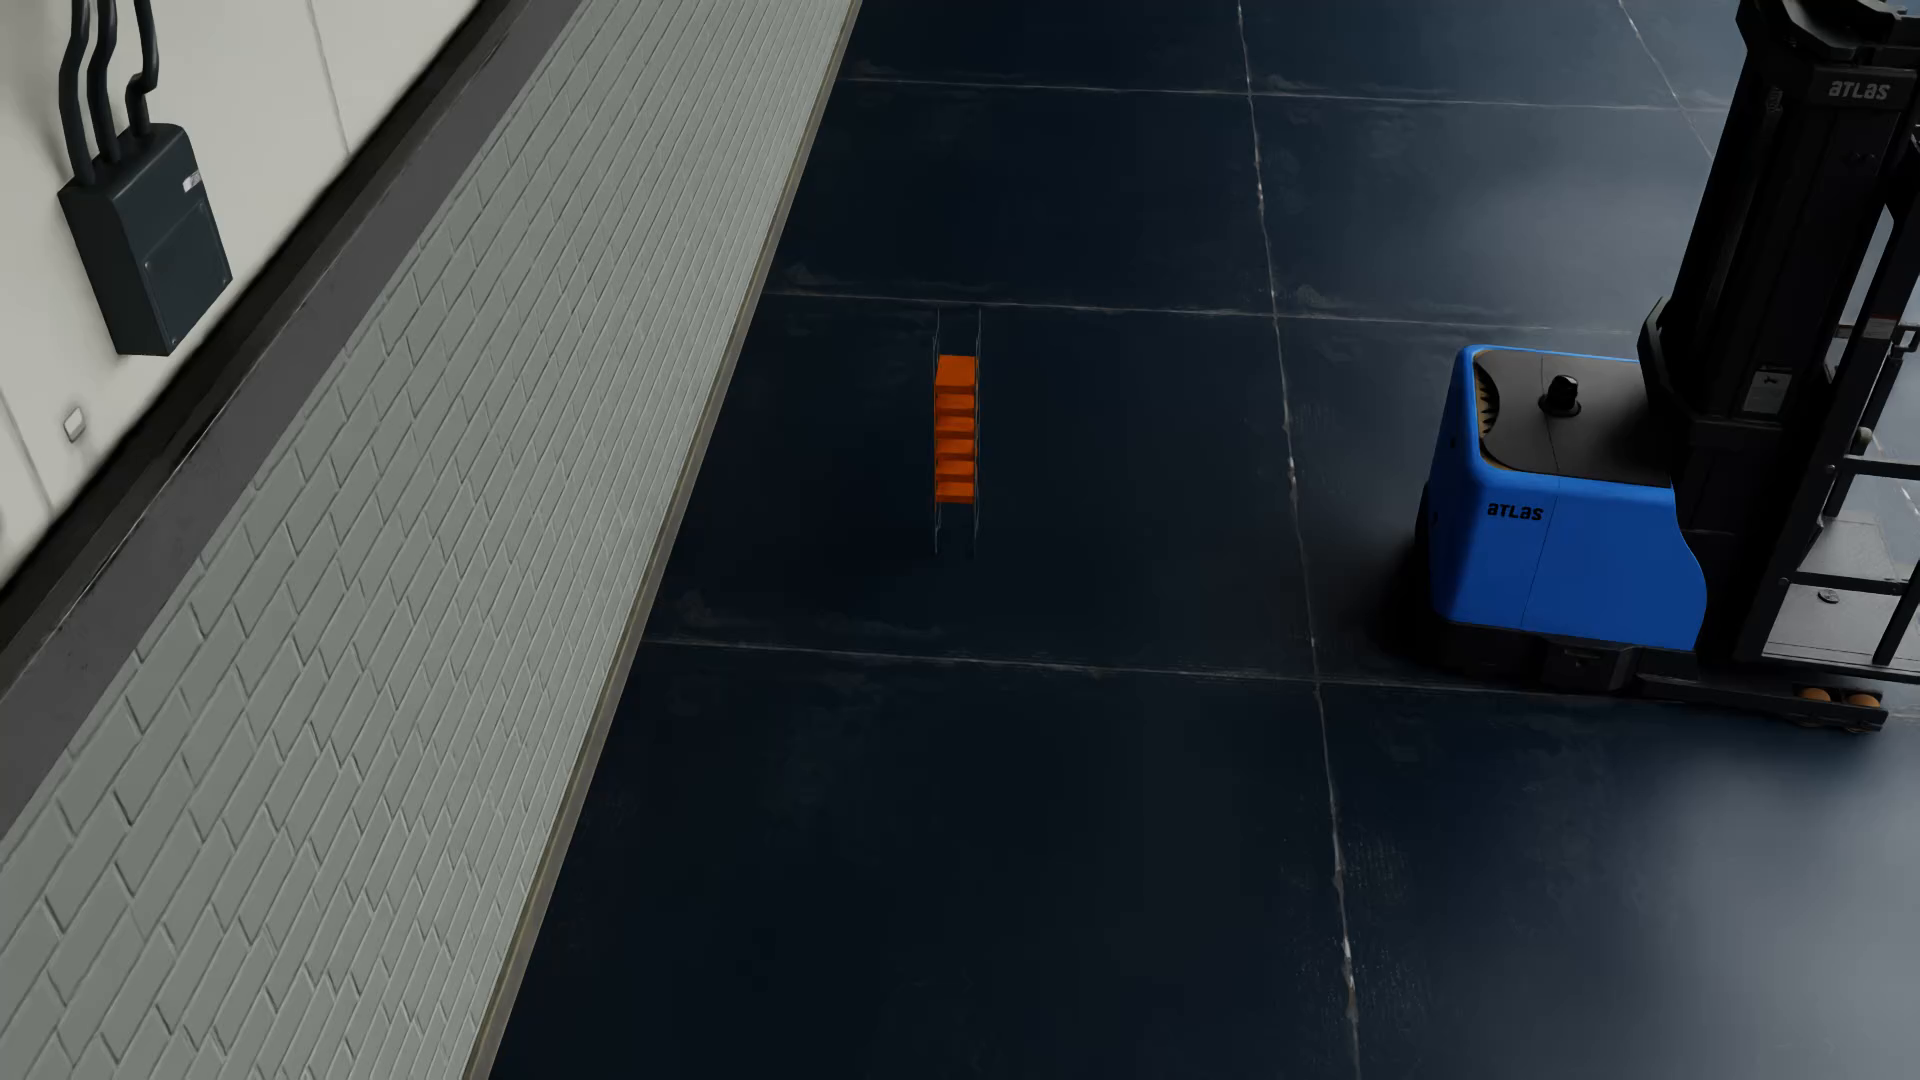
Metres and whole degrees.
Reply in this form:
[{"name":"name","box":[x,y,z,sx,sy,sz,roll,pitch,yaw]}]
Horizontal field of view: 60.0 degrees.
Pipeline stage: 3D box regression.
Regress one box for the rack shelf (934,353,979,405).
[{"name":"rack shelf","box":[-0.014,-0.711,7.343,0.180,0.103,0.258,3,39,4]}]

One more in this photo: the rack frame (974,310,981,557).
[{"name":"rack frame","box":[0.077,-0.461,7.537,0.006,1.200,0.240,3,39,4]}]

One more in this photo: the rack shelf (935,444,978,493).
[{"name":"rack shelf","box":[-0.014,-0.339,7.646,0.180,0.103,0.258,3,39,4]}]

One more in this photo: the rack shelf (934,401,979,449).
[{"name":"rack shelf","box":[-0.014,-0.525,7.495,0.180,0.103,0.258,3,39,4]}]

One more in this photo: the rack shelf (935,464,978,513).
[{"name":"rack shelf","box":[-0.014,-0.246,7.722,0.180,0.103,0.258,3,39,4]}]

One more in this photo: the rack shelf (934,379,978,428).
[{"name":"rack shelf","box":[-0.014,-0.618,7.419,0.180,0.103,0.258,3,39,4]}]

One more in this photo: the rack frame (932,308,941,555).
[{"name":"rack frame","box":[-0.106,-0.471,7.549,0.006,1.200,0.240,3,39,4]}]

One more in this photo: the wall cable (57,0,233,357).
[{"name":"wall cable","box":[-1.506,-3.418,2.297,0.169,6.003,2.305,3,39,4]}]

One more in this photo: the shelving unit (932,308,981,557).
[{"name":"shelving unit","box":[-0.014,-0.466,7.543,0.189,1.200,0.258,3,39,4]}]

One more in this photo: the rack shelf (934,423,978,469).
[{"name":"rack shelf","box":[-0.014,-0.432,7.571,0.180,0.103,0.258,3,39,4]}]

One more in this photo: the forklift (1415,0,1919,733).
[{"name":"forklift","box":[3.563,-0.698,6.456,3.031,2.935,1.130,7,40,9]}]
